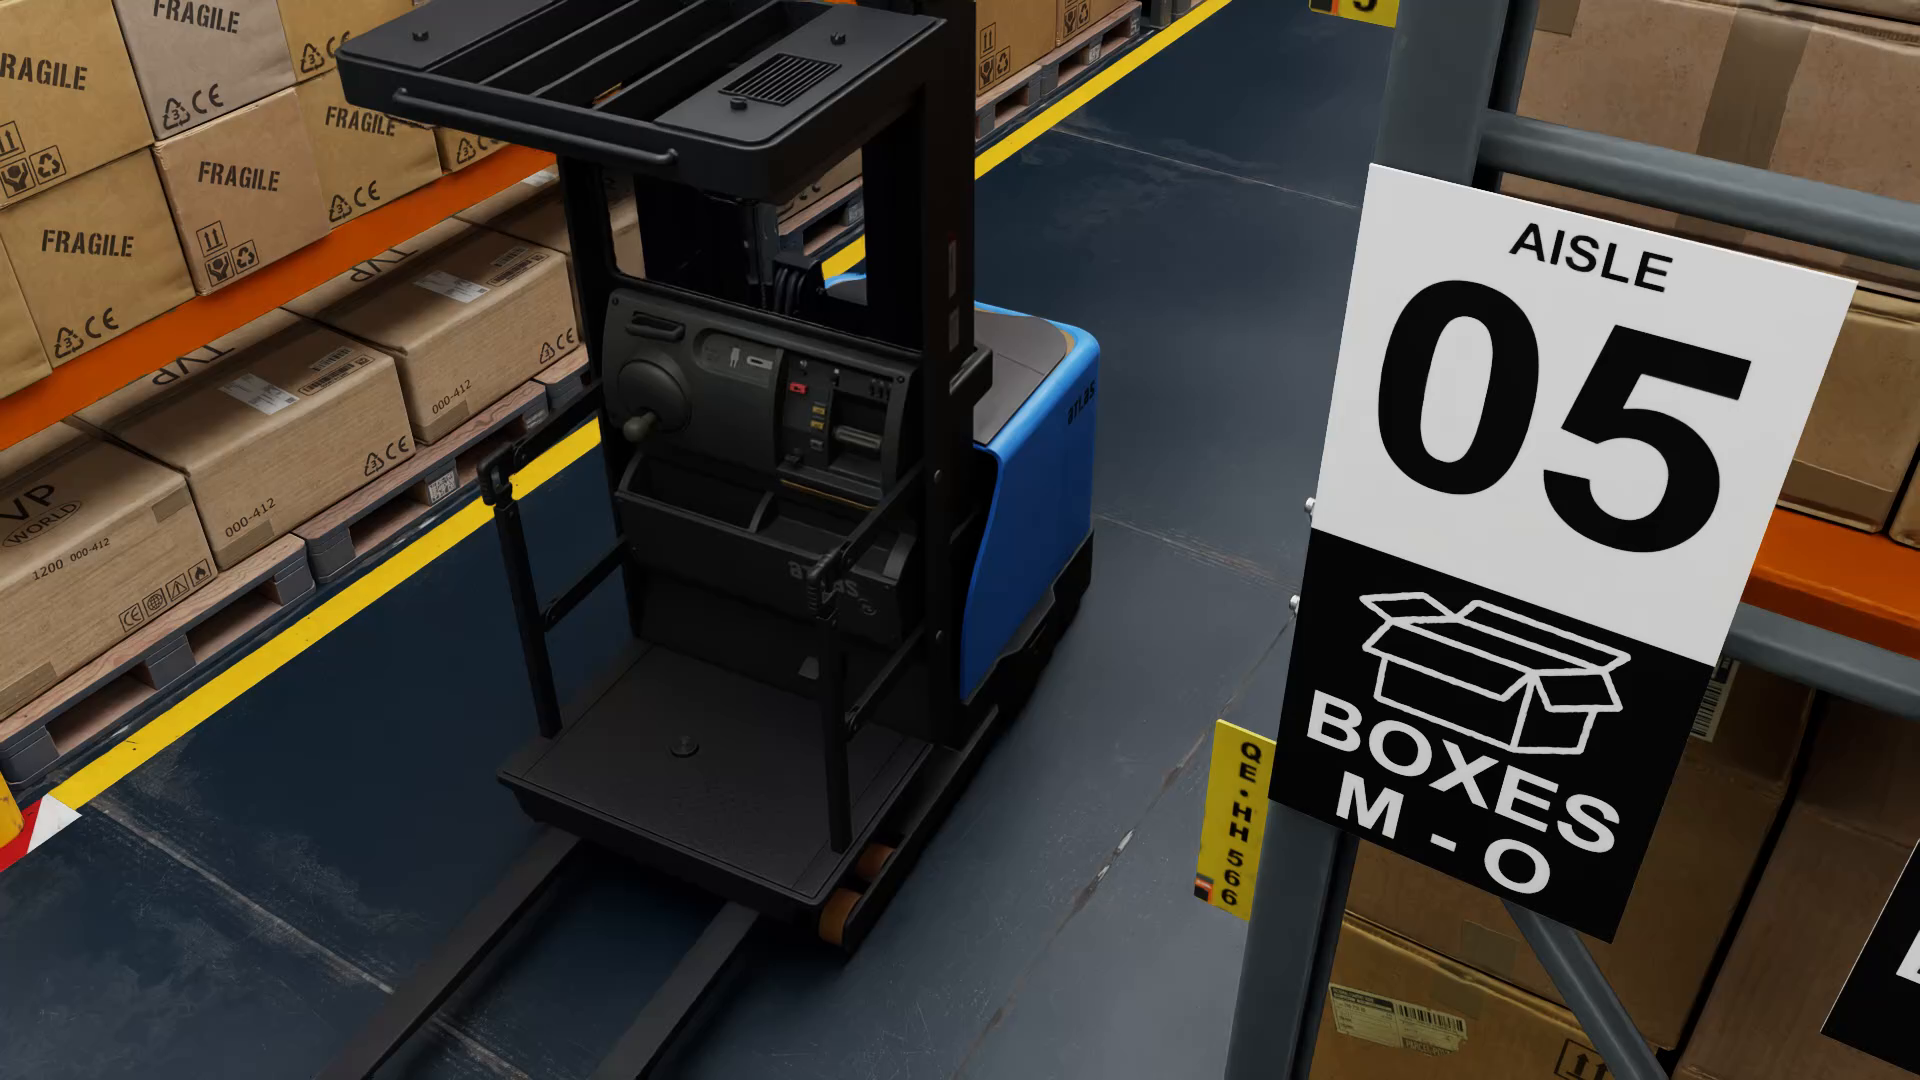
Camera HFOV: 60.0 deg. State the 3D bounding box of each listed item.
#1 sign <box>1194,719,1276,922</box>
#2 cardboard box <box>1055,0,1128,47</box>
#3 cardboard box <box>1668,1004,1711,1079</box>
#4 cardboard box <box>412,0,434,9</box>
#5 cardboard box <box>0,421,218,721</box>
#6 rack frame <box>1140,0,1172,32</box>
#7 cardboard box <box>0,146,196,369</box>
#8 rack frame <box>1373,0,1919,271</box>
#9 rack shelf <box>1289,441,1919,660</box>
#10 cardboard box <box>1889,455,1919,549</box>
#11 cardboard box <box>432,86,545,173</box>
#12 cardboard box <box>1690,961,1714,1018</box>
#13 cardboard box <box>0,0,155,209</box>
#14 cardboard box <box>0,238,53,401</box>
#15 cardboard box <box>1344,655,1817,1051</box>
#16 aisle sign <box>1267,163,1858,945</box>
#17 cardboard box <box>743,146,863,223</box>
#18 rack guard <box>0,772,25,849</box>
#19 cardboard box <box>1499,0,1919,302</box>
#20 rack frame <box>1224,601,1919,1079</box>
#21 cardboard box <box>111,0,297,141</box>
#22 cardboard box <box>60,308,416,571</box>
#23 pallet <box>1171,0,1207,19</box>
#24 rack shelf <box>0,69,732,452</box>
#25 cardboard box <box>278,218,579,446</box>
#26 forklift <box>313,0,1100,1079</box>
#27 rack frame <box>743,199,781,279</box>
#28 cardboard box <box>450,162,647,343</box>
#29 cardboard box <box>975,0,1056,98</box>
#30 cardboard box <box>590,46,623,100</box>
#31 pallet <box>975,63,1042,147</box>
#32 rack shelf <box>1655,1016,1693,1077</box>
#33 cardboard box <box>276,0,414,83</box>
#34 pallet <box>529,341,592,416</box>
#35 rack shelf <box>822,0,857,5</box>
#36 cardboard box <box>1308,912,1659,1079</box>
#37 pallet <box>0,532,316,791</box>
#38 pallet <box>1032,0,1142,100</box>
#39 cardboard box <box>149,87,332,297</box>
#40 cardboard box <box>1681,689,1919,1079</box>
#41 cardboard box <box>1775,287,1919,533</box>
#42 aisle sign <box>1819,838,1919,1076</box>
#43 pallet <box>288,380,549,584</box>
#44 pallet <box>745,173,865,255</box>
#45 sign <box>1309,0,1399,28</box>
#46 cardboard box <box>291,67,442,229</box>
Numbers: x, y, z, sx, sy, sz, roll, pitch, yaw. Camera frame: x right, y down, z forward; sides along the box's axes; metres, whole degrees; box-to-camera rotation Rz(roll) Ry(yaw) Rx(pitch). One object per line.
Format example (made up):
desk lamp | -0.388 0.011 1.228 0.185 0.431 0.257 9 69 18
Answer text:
sign | 0.357 0.365 2.113 0.100 0.325 0.005 21 42 25
cardboard box | 0.427 -3.547 9.791 0.875 0.875 0.875 21 42 25
cardboard box | 1.289 0.842 2.376 0.500 0.500 0.500 23 43 27
cardboard box | -1.839 -2.067 5.573 0.500 0.500 0.500 22 43 26
cardboard box | -3.150 0.049 5.485 0.875 0.438 0.875 20 42 24
rack frame | 0.867 -4.551 9.697 1.000 3.000 0.127 21 42 25
cardboard box | -2.672 -0.890 4.866 0.500 0.500 0.500 21 42 25
rack frame | 0.815 -1.236 0.483 1.000 3.000 0.127 21 42 25
rack shelf | 1.886 -0.794 2.955 1.077 0.370 4.000 21 42 25
cardboard box | 1.271 -0.136 1.636 0.500 0.250 0.500 23 43 27
cardboard box | -1.837 -1.675 5.884 0.500 0.500 0.500 21 42 24
cardboard box | 1.554 0.557 2.745 0.500 0.500 0.500 21 42 25
cardboard box | -2.650 -1.285 4.560 0.500 0.500 0.500 20 42 24
cardboard box | -2.919 -0.620 4.516 0.500 0.500 0.500 21 42 25
cardboard box | 0.850 0.269 2.299 0.500 0.500 0.500 20 42 24
aisle sign | 0.522 0.050 1.599 0.394 0.787 0.004 21 42 25
cardboard box | -1.011 -2.160 7.991 0.875 0.875 0.875 23 43 26
rack guard | -3.432 0.575 5.094 1.175 0.500 0.348 21 42 25
cardboard box | 0.847 -0.507 1.708 0.500 0.250 0.500 20 42 24
rack frame | 0.815 1.140 2.314 1.000 3.000 0.127 21 42 25
cardboard box | -2.381 -1.553 4.907 0.500 0.500 0.500 21 42 25
cardboard box | -2.667 -0.426 6.100 0.875 0.438 0.875 22 43 26
pallet | 1.287 -3.849 11.070 1.003 0.211 1.213 21 42 25
rack shelf | -2.348 -1.173 5.904 1.077 0.370 4.000 21 42 25
cardboard box | -2.182 -0.890 6.703 0.875 0.438 0.875 20 42 24
forklift | -0.647 -0.315 4.257 1.130 2.935 3.031 17 41 21
rack frame | -1.276 -2.489 7.022 1.000 3.000 0.127 21 42 25
cardboard box | -1.703 -1.352 7.302 0.875 0.438 0.875 21 42 24
cardboard box | -0.055 -3.089 9.196 0.875 0.875 0.875 22 43 26
cardboard box | -1.580 -1.939 6.226 0.500 0.500 0.500 20 42 24
pallet | -0.273 -2.439 9.240 1.003 0.211 1.213 21 42 25
rack shelf | 1.886 0.394 3.871 1.077 0.370 4.000 21 42 25
cardboard box | -2.115 -1.811 5.241 0.500 0.500 0.500 21 42 25
pallet | -1.750 -1.018 7.398 1.003 0.211 1.213 21 42 25
rack shelf | -0.205 -3.235 8.579 1.077 0.370 4.000 21 42 25
cardboard box | 0.838 0.667 2.603 0.500 0.500 0.500 22 43 26
pallet | -3.057 0.240 5.766 1.003 0.211 1.213 21 42 25
pallet | 0.381 -3.065 10.053 1.003 0.211 1.213 21 42 25
cardboard box | -2.384 -1.146 5.198 0.500 0.500 0.500 21 42 25
cardboard box | 1.279 0.442 2.075 0.500 0.500 0.500 21 42 25
cardboard box | 0.835 -0.309 1.861 0.500 0.250 0.500 20 42 24
aisle sign | 1.029 0.246 1.344 0.394 0.787 0.004 21 42 25
pallet | -2.402 -0.387 6.579 1.003 0.211 1.213 21 42 25
pallet | -0.926 -1.807 8.421 1.003 0.211 1.213 21 42 25
sign | 0.357 -0.590 1.377 0.100 0.325 0.005 21 42 25
cardboard box | -2.130 -1.410 5.540 0.500 0.500 0.500 23 43 27
